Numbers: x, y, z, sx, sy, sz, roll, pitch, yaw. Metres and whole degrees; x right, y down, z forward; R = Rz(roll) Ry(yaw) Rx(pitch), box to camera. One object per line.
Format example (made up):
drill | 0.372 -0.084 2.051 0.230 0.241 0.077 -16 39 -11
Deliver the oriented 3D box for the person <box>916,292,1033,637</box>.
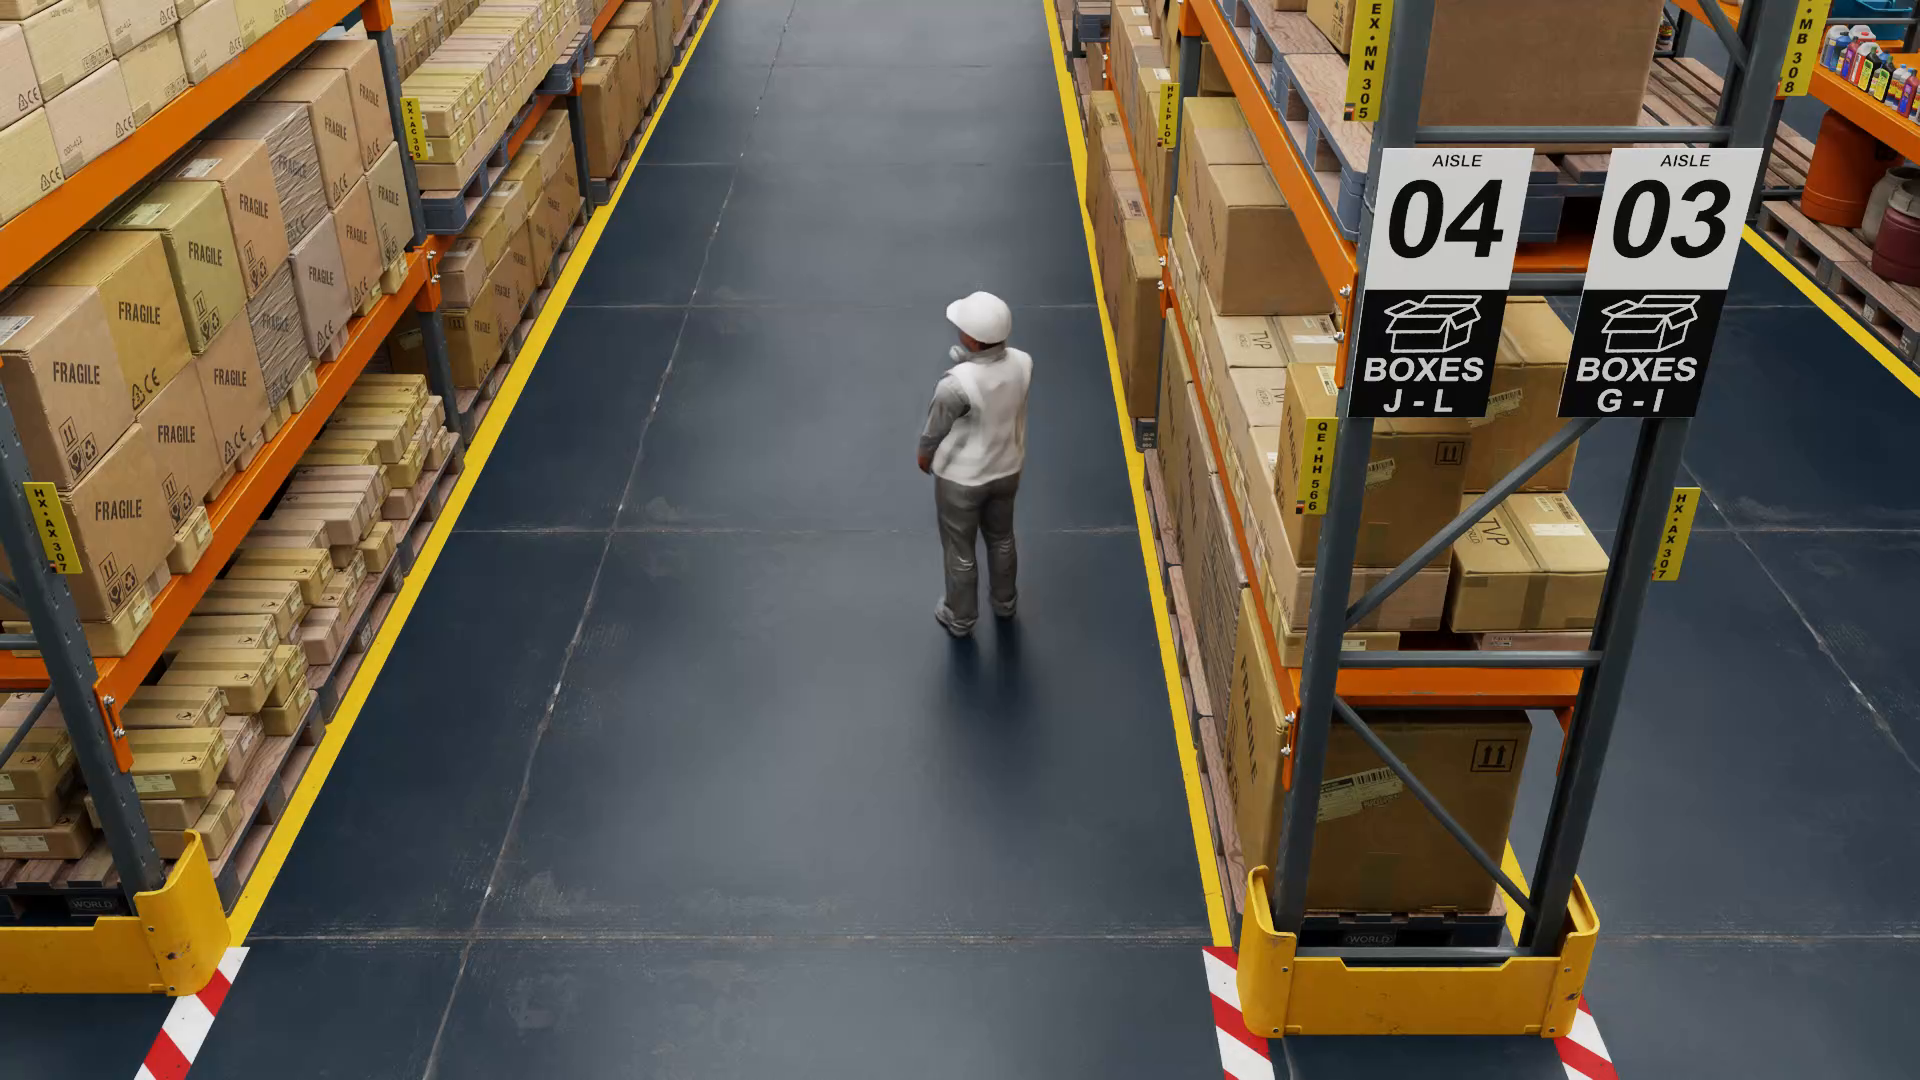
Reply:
person | 0.072 -0.362 7.693 0.589 1.773 0.486 -22 38 -32
